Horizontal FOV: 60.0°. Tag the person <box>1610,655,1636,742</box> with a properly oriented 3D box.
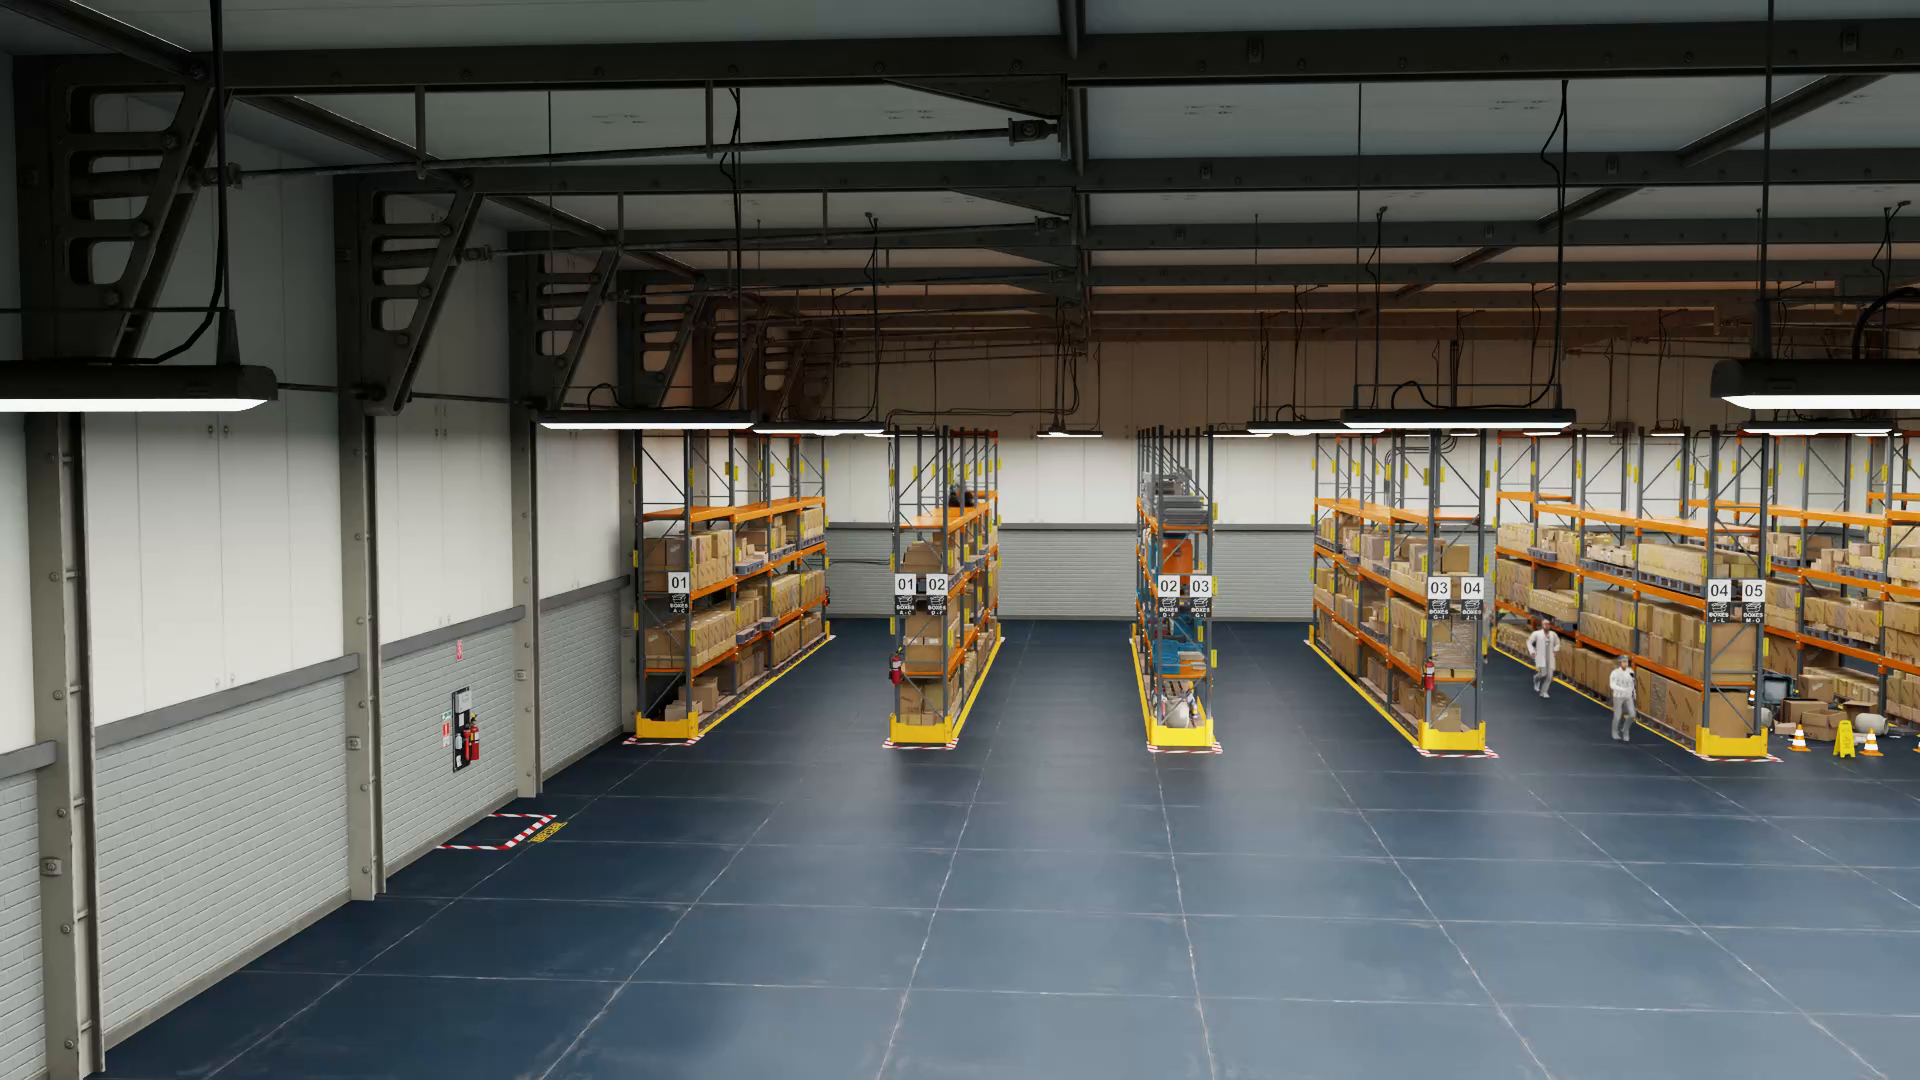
[{"bbox_3d":[12.565,2.989,31.463,0.578,1.671,0.739,0,3,-1],"label":"person"}]

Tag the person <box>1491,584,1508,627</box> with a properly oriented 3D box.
[{"bbox_3d":[15.451,2.017,47.522,0.676,1.690,0.835,1,3,9],"label":"person"}]

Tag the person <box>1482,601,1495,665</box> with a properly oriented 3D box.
[{"bbox_3d":[13.317,2.358,42.240,0.587,1.645,0.630,0,3,8],"label":"person"}]

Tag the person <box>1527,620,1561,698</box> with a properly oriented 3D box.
[{"bbox_3d":[13.018,2.638,37.006,0.710,1.732,0.634,0,3,1],"label":"person"}]
